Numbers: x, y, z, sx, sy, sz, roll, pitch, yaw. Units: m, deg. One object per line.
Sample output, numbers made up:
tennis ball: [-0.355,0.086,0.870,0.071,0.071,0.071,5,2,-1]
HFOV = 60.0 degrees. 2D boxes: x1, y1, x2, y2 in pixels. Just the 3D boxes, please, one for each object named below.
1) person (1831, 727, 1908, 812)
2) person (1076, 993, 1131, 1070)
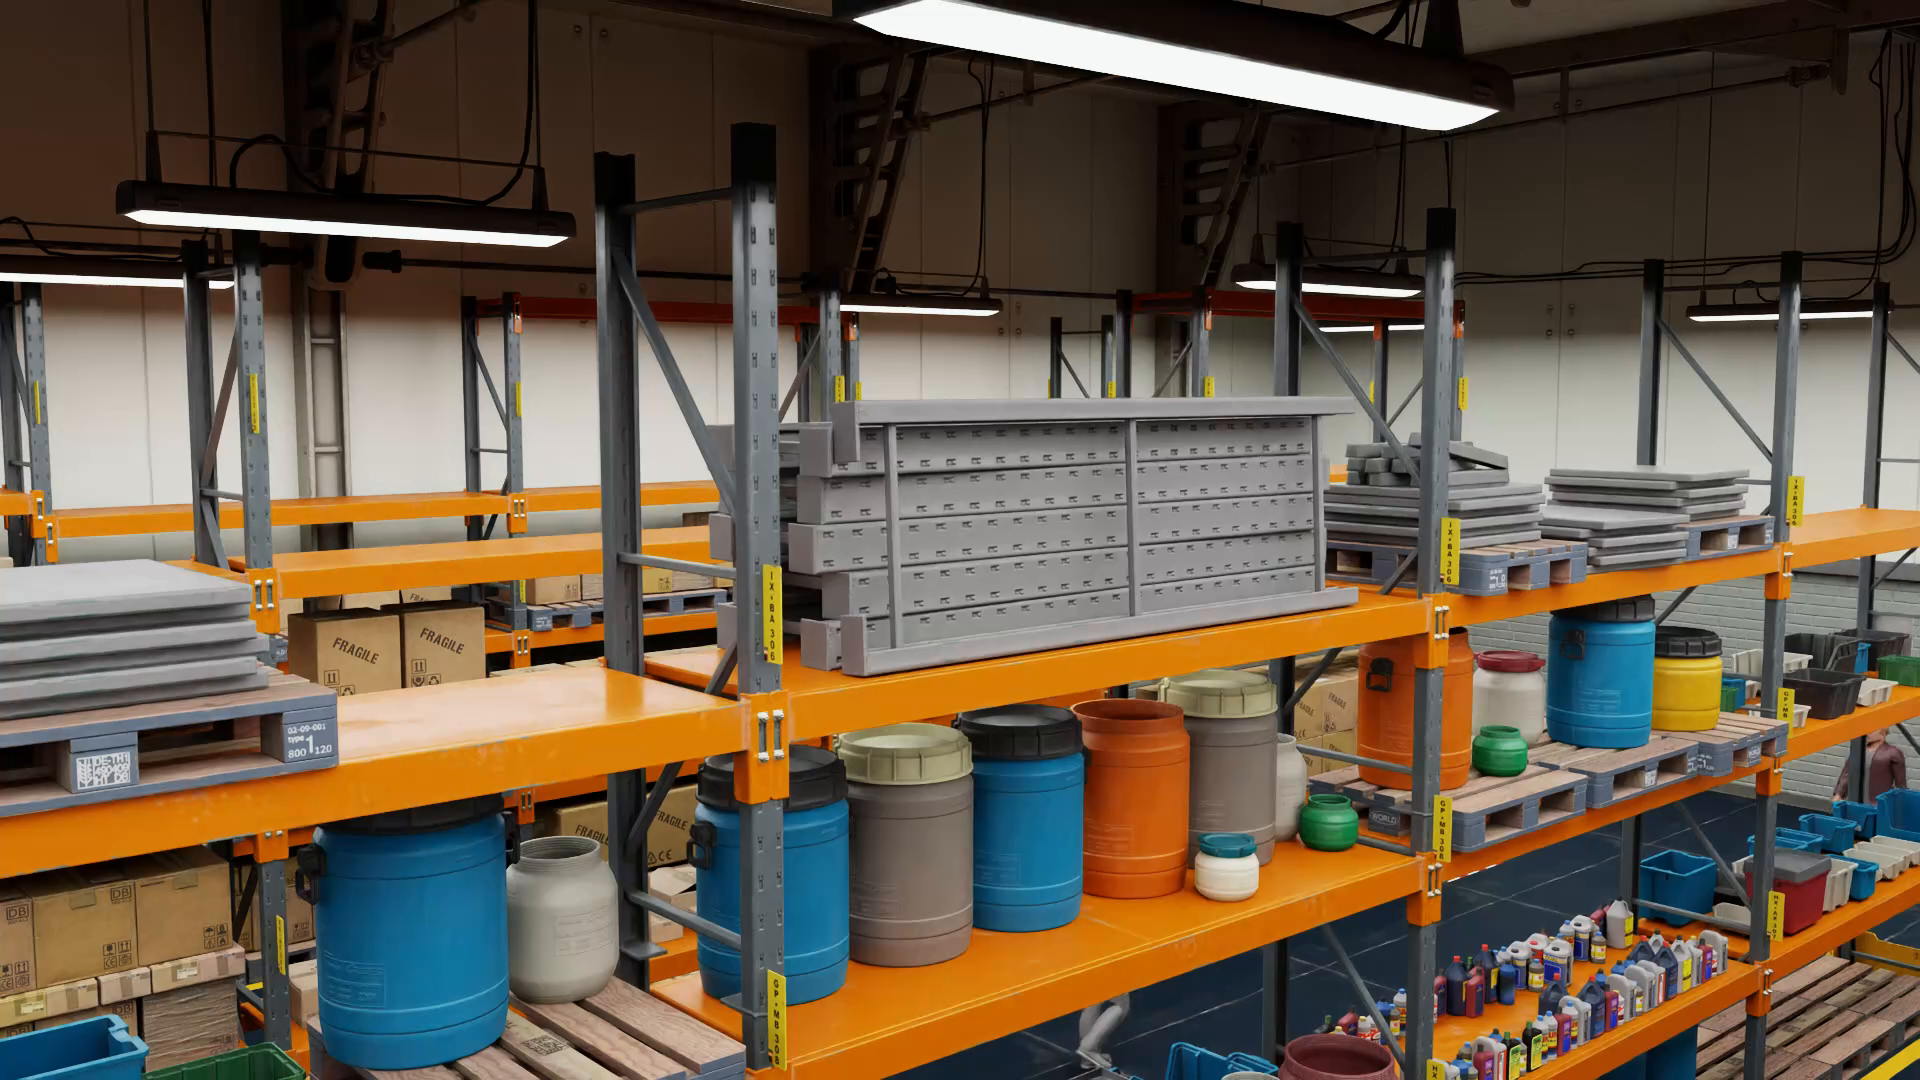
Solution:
person: [9.213,2.679,16.907,1.057,1.722,0.673,-3,6,-32]
person: [1.011,3.155,12.472,0.511,1.679,0.515,-5,7,-40]
